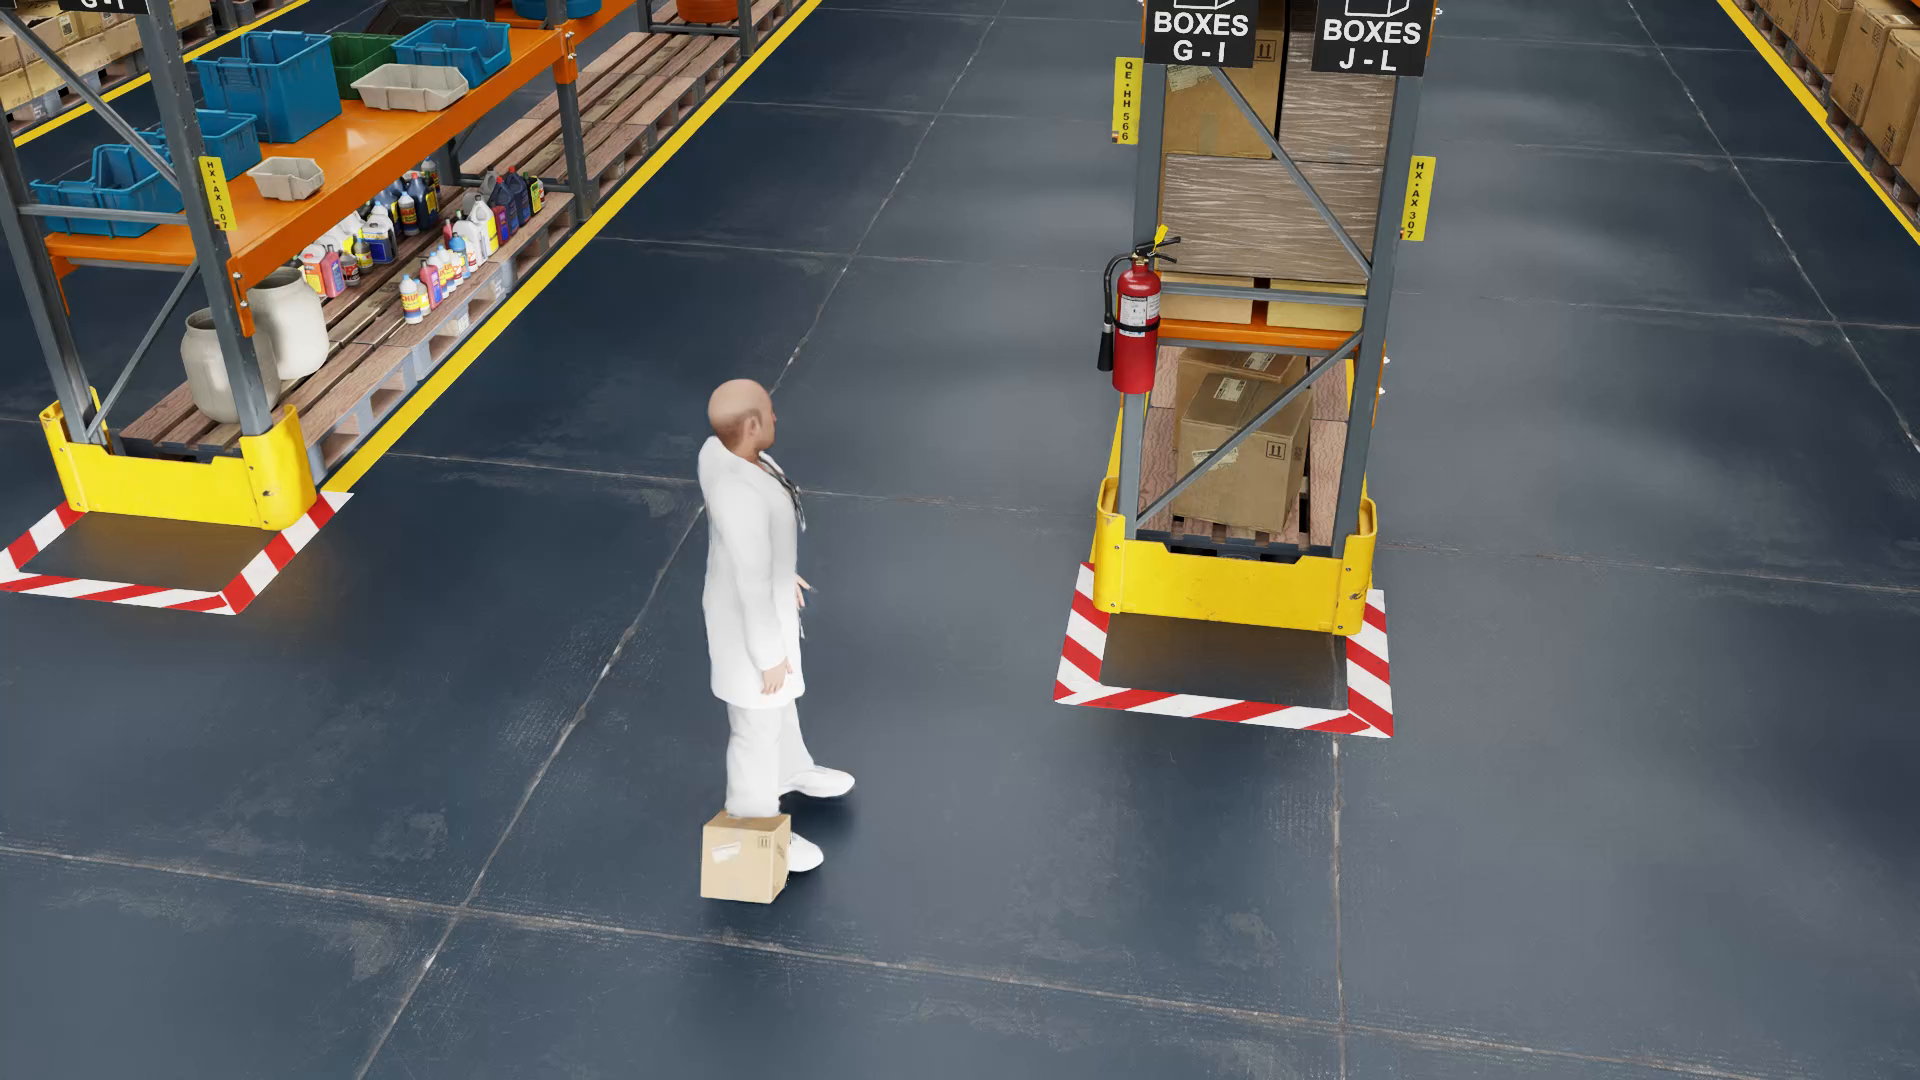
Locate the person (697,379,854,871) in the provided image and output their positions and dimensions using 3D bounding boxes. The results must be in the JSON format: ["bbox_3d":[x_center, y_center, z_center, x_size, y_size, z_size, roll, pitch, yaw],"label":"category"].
[{"bbox_3d":[-0.620,0.273,5.656,0.498,1.787,0.595,-7,33,-10],"label":"person"}]
